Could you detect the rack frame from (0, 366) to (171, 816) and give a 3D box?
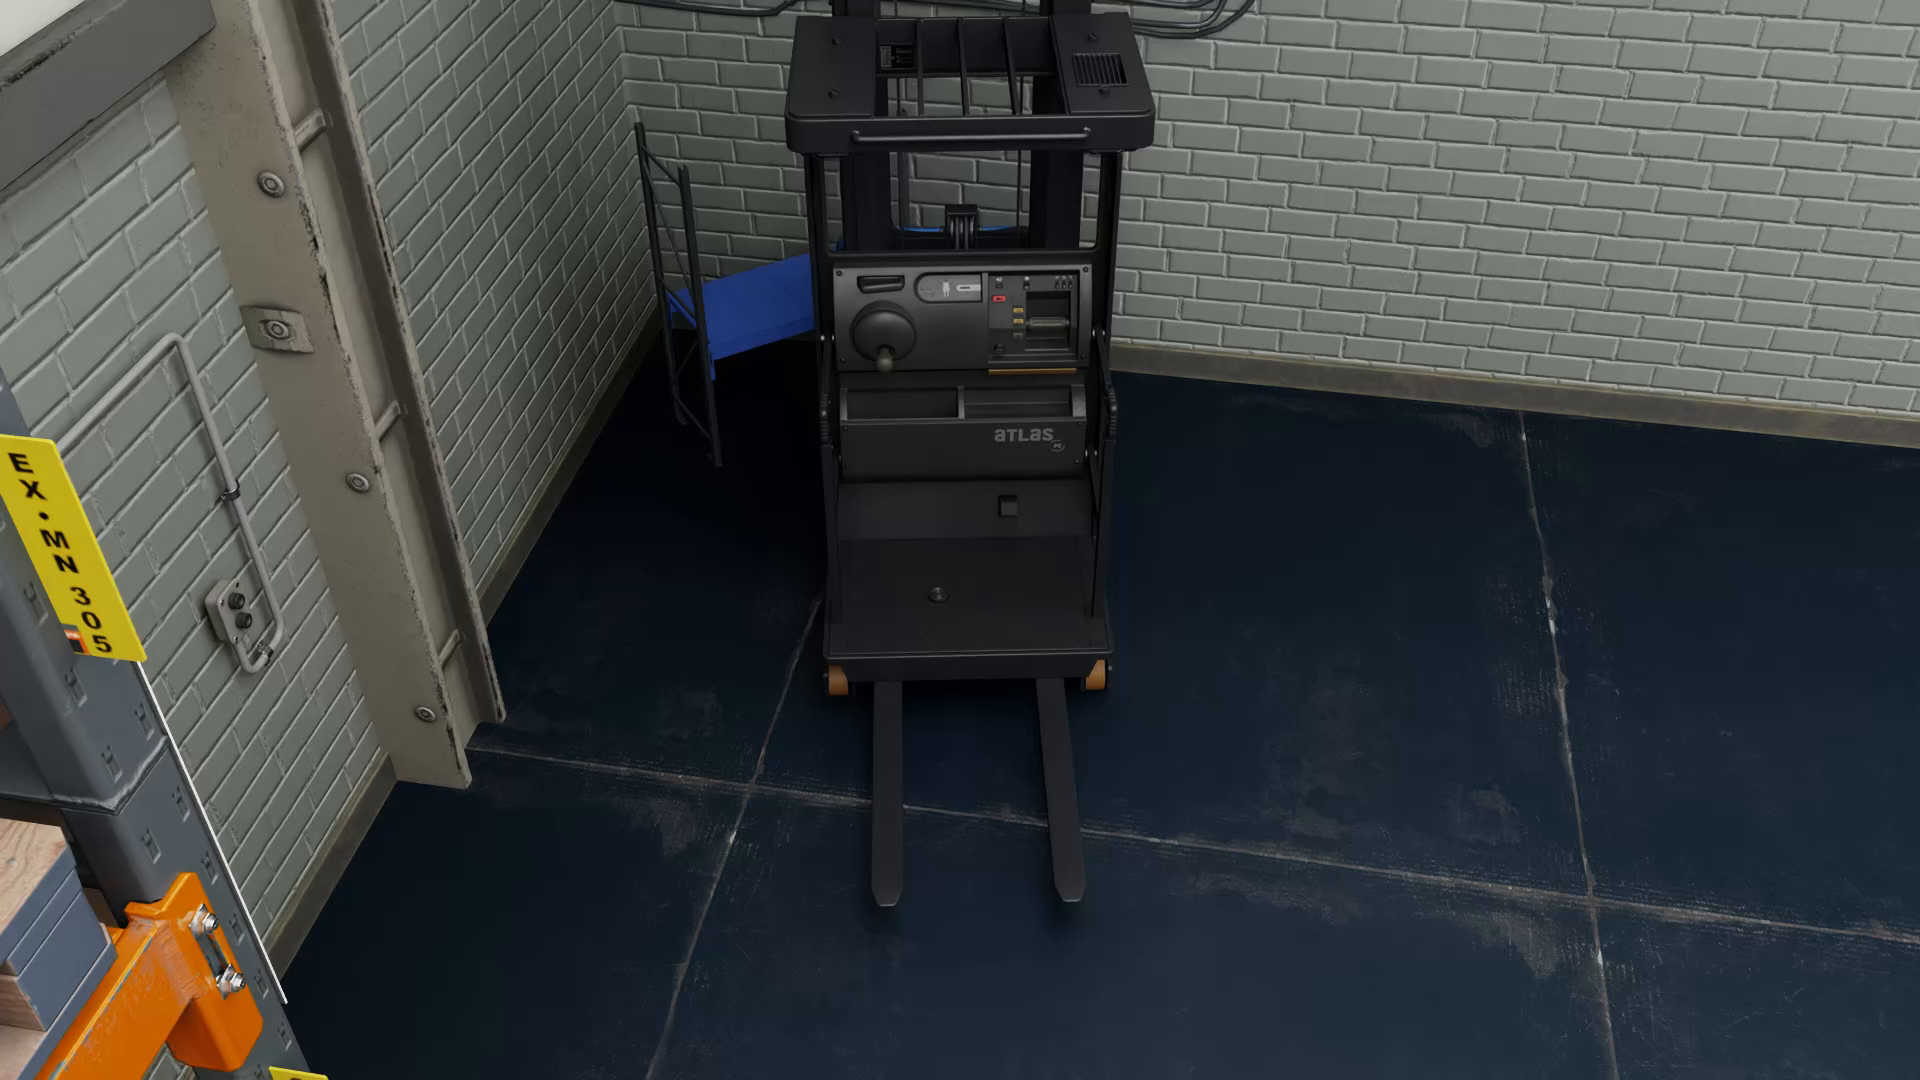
[{"bbox_3d":[-1.554,-0.900,1.276,1.000,3.000,0.127,6,40,8],"label":"rack frame"}]

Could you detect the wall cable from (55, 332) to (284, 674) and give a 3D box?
[{"bbox_3d":[-2.264,0.113,3.962,0.084,1.984,1.851,6,40,8],"label":"wall cable"}]

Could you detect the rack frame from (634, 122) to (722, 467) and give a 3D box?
[{"bbox_3d":[-1.237,-1.053,7.347,0.032,1.500,0.500,-21,44,-23],"label":"rack frame"}]

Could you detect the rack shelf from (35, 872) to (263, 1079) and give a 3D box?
[{"bbox_3d":[-1.900,1.789,0.943,1.077,0.370,4.000,6,40,8],"label":"rack shelf"}]

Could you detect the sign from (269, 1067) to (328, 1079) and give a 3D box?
[{"bbox_3d":[-1.022,0.943,2.660,0.100,0.325,0.005,6,40,8],"label":"sign"}]

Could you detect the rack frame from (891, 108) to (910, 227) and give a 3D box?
[{"bbox_3d":[-0.367,-1.388,7.751,0.032,1.500,0.500,-21,44,-23],"label":"rack frame"}]

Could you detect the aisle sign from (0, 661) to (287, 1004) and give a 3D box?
[{"bbox_3d":[-1.246,0.398,2.374,0.394,0.787,0.004,6,40,8],"label":"aisle sign"}]

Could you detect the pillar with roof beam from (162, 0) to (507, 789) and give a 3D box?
[{"bbox_3d":[2.301,-2.215,2.867,9.100,9.000,0.400,6,40,8],"label":"pillar with roof beam"}]

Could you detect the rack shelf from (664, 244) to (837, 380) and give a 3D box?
[{"bbox_3d":[-0.802,-1.082,7.664,1.000,0.185,0.538,-21,44,-23],"label":"rack shelf"}]

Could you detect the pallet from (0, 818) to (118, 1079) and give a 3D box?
[{"bbox_3d":[-1.672,0.757,1.696,1.003,0.211,1.213,6,40,8],"label":"pallet"}]

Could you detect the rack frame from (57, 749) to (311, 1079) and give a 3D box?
[{"bbox_3d":[-1.554,1.412,3.188,1.000,3.000,0.127,6,40,8],"label":"rack frame"}]

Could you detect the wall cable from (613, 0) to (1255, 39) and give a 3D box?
[{"bbox_3d":[-0.223,-3.213,6.511,3.097,2.526,0.112,6,40,8],"label":"wall cable"}]

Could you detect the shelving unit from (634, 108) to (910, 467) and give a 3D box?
[{"bbox_3d":[-0.802,-1.220,7.549,1.048,1.500,0.538,-21,44,-23],"label":"shelving unit"}]

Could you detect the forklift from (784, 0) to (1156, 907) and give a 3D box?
[{"bbox_3d":[0.019,-0.729,5.831,1.130,2.935,3.031,-1,40,-1],"label":"forklift"}]

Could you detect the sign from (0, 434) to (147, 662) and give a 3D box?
[{"bbox_3d":[-1.022,0.014,1.892,0.100,0.325,0.005,6,40,8],"label":"sign"}]
